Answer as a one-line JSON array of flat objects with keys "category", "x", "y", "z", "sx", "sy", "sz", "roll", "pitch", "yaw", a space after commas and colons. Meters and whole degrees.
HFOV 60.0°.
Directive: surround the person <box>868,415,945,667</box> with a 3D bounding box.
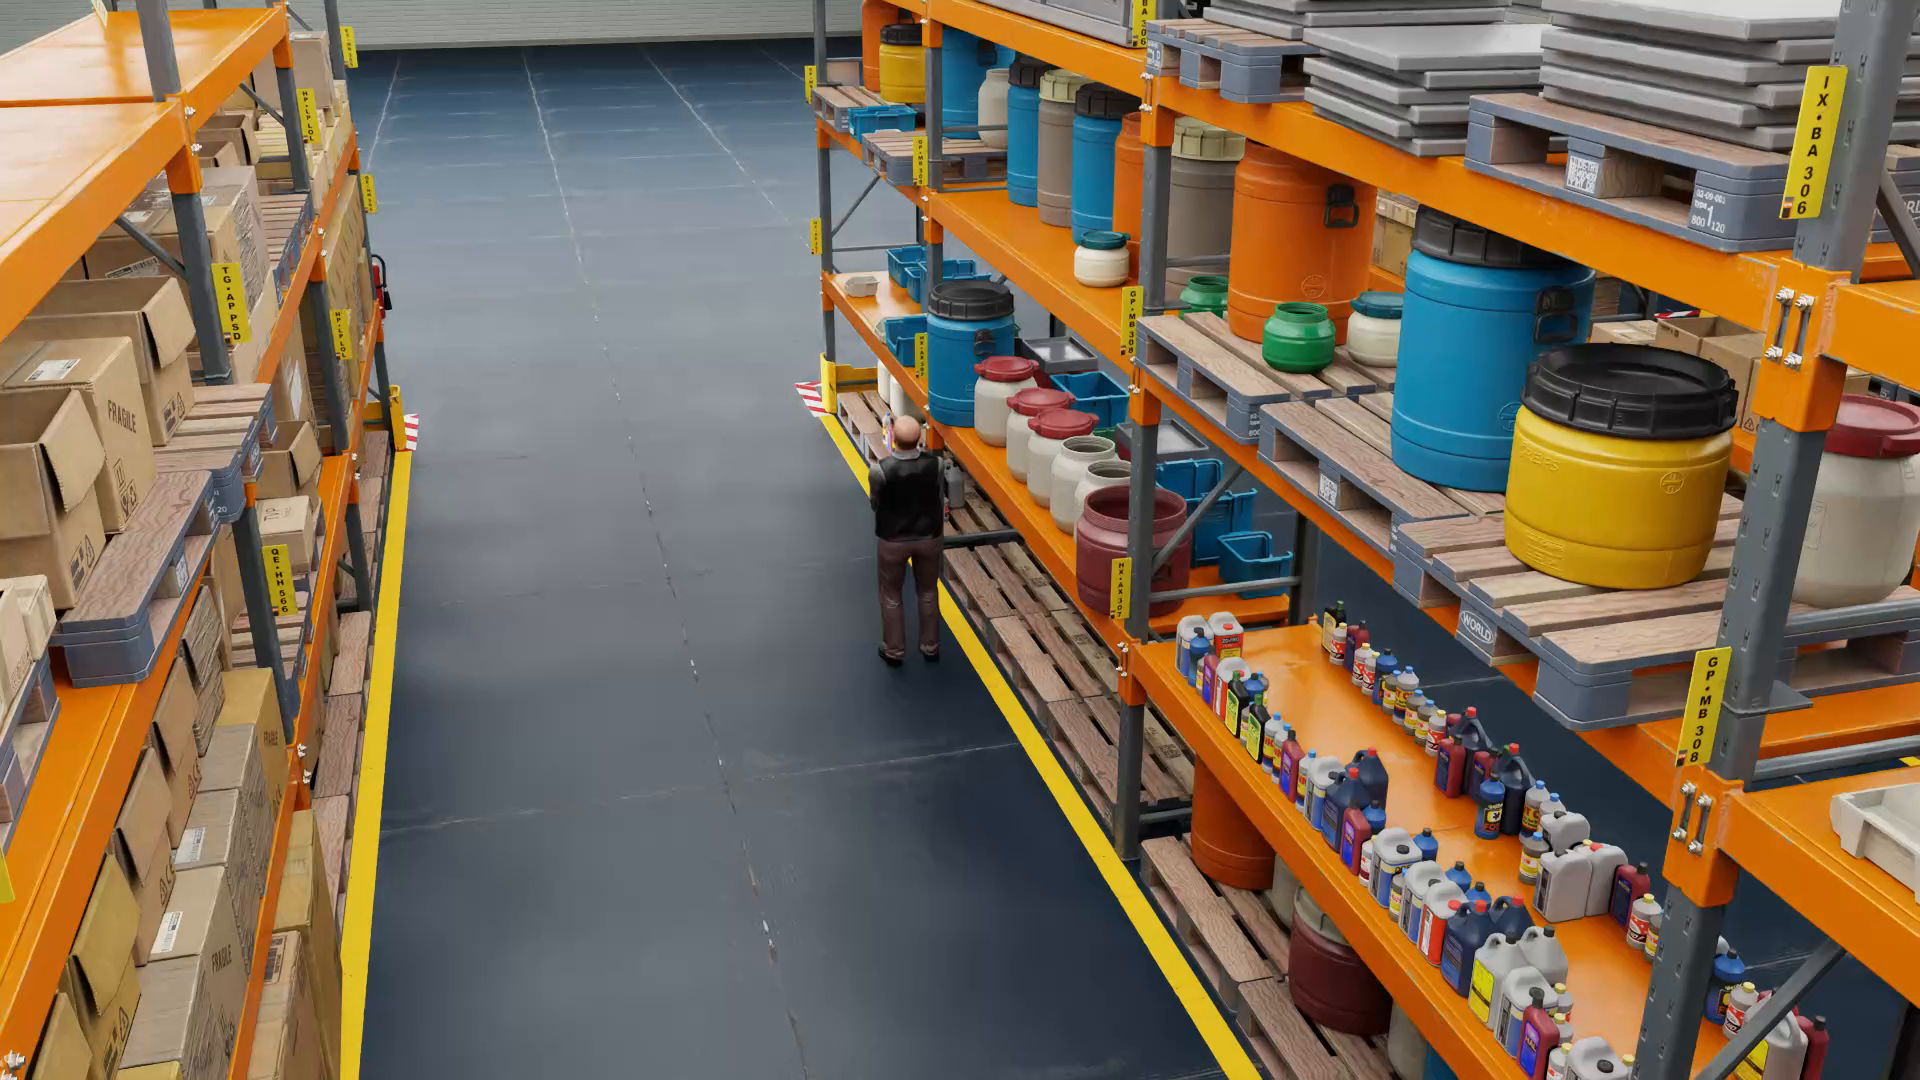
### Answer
[{"category": "person", "x": -0.368, "y": -0.038, "z": 10.799, "sx": 0.494, "sy": 1.711, "sz": 0.560, "roll": -6, "pitch": 23, "yaw": -14}]
